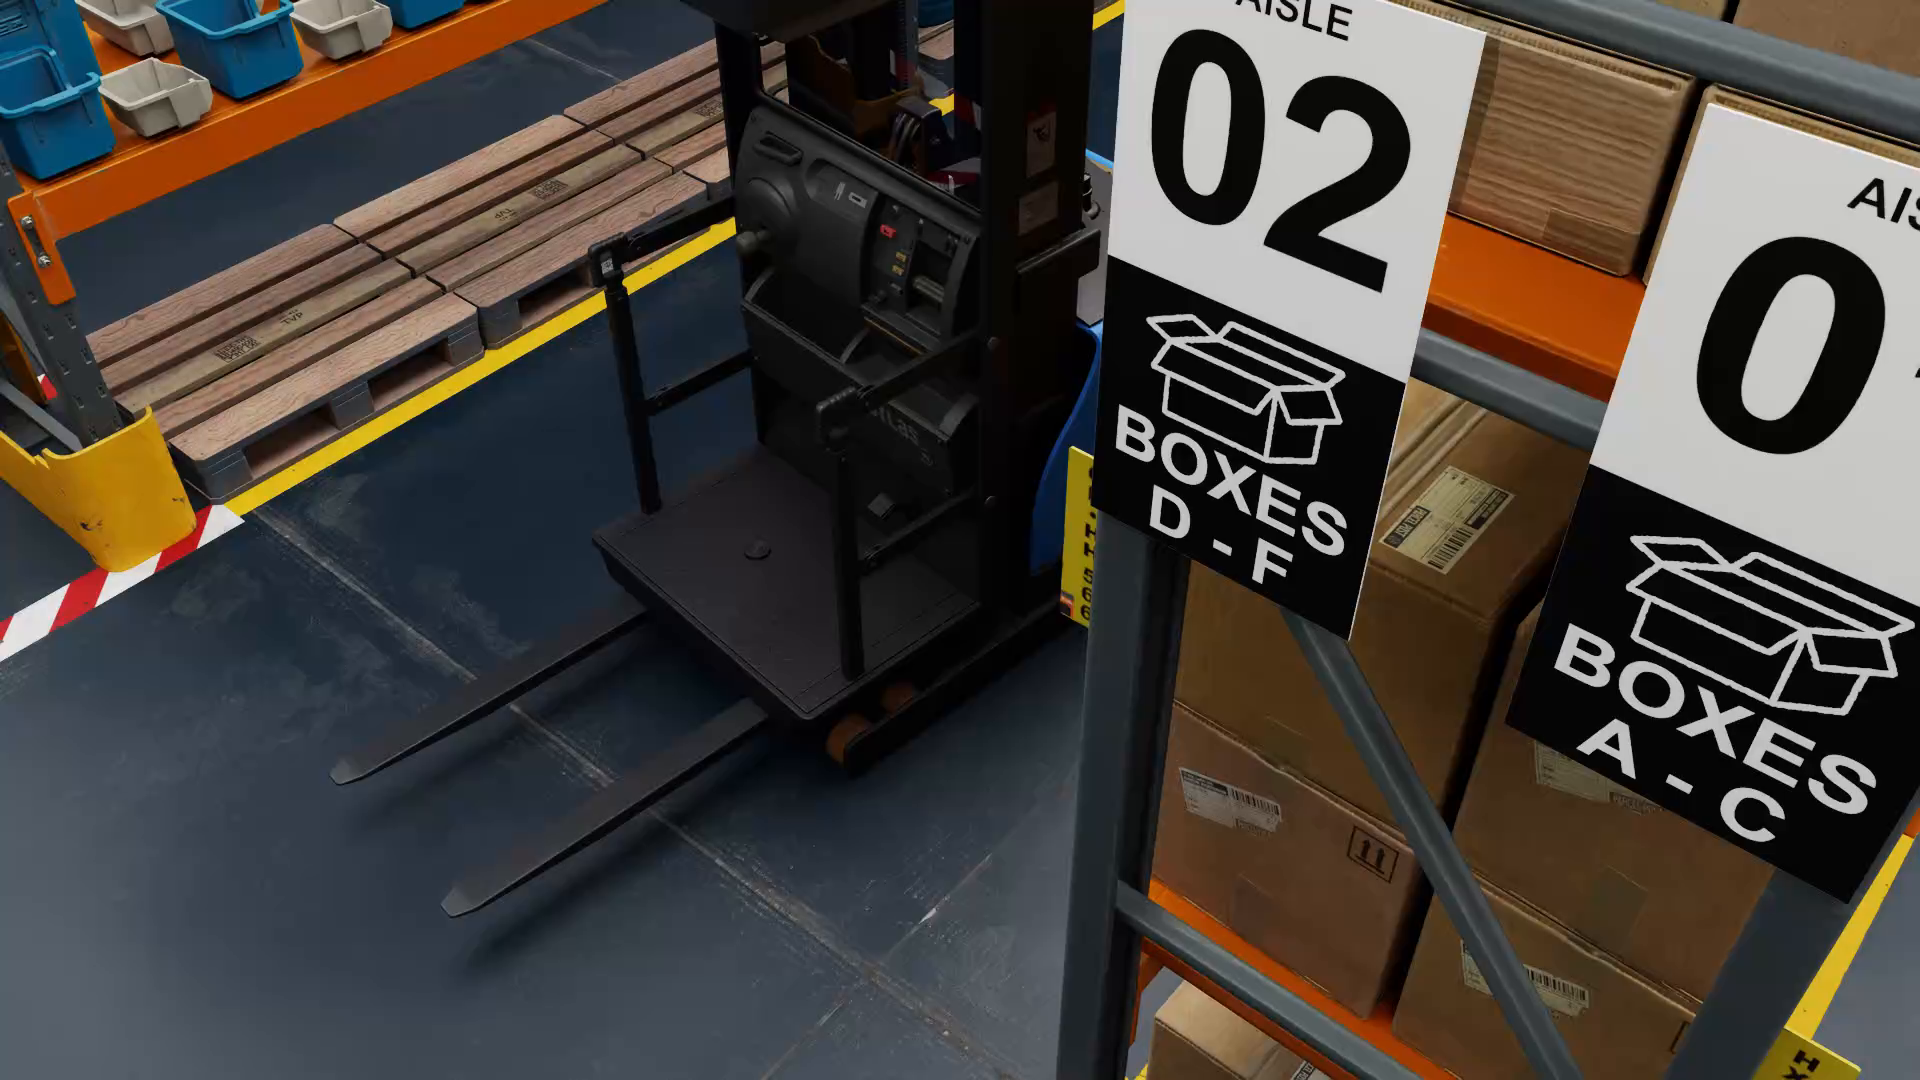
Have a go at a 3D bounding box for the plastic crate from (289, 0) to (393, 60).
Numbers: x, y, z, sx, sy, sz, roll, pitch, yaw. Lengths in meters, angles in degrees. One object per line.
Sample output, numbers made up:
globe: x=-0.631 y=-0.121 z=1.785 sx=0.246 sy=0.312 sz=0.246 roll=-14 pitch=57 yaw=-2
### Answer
plastic crate: x=-2.067 y=-1.728 z=5.572 sx=0.250 sy=0.136 sz=0.298 roll=29 pitch=50 yaw=28

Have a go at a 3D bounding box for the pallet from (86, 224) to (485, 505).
pallet: x=-2.624 y=-0.716 z=6.381 sx=1.003 sy=0.211 sz=1.213 roll=29 pitch=50 yaw=28

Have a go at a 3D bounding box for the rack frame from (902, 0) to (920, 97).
rack frame: x=-0.610 y=-3.400 z=7.260 sx=1.000 sy=3.000 sz=0.127 roll=29 pitch=50 yaw=28

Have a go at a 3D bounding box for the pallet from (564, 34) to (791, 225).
pallet: x=-1.054 y=-1.973 z=7.763 sx=1.003 sy=0.211 sz=1.213 roll=29 pitch=50 yaw=28

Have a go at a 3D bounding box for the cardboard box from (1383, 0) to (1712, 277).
cardboard box: x=0.733 y=-0.627 z=2.091 sx=0.500 sy=0.250 sz=0.500 roll=29 pitch=50 yaw=28

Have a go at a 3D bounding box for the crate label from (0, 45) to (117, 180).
crate label: x=-2.774 y=-1.285 z=5.014 sx=0.416 sy=0.233 sz=0.303 roll=29 pitch=50 yaw=28

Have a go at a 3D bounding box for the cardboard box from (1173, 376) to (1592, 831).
cardboard box: x=0.680 y=0.051 z=2.647 sx=0.500 sy=0.500 sz=0.500 roll=29 pitch=50 yaw=28

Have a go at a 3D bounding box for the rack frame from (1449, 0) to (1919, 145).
rack frame: x=0.604 y=-1.413 z=0.615 sx=1.000 sy=3.000 sz=0.127 roll=29 pitch=50 yaw=28

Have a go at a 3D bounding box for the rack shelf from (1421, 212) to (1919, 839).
rack shelf: x=1.891 y=-1.067 z=2.999 sx=1.077 sy=0.370 sz=4.000 roll=29 pitch=50 yaw=28

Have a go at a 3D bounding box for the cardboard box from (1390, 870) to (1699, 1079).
cardboard box: x=1.092 y=0.655 z=2.726 sx=0.500 sy=0.500 sz=0.500 roll=31 pitch=50 yaw=29

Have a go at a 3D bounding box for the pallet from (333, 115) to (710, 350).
pallet: x=-1.839 y=-1.342 z=7.069 sx=1.003 sy=0.211 sz=1.213 roll=29 pitch=50 yaw=28

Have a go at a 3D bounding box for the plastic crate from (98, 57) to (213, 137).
plastic crate: x=-2.504 y=-1.379 z=5.188 sx=0.250 sy=0.136 sz=0.298 roll=29 pitch=50 yaw=28

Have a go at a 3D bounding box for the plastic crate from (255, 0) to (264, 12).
plastic crate: x=-2.601 y=-1.906 z=5.768 sx=0.396 sy=0.136 sz=0.243 roll=29 pitch=50 yaw=28

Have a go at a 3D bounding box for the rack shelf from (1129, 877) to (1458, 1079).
rack shelf: x=1.891 y=0.043 z=4.008 sx=1.077 sy=0.370 sz=4.000 roll=29 pitch=50 yaw=28

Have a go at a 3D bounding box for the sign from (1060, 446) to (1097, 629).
sign: x=0.192 y=0.010 z=2.413 sx=0.100 sy=0.325 sz=0.005 roll=29 pitch=50 yaw=28

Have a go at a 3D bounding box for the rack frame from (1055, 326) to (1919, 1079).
rack frame: x=0.604 y=0.806 z=2.634 sx=1.000 sy=3.000 sz=0.127 roll=29 pitch=50 yaw=28

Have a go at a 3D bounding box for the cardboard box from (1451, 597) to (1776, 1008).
cardboard box: x=1.092 y=0.285 z=2.389 sx=0.500 sy=0.500 sz=0.500 roll=31 pitch=51 yaw=30

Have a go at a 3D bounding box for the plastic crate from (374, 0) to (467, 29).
plastic crate: x=-1.926 y=-1.963 z=5.759 sx=0.416 sy=0.233 sz=0.300 roll=29 pitch=50 yaw=28

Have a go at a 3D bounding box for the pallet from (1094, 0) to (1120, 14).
pallet: x=0.703 y=-3.378 z=9.309 sx=1.003 sy=0.211 sz=1.213 roll=29 pitch=50 yaw=28

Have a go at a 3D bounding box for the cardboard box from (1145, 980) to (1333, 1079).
cardboard box: x=0.766 y=1.182 z=3.752 sx=0.500 sy=0.500 sz=0.500 roll=29 pitch=50 yaw=28

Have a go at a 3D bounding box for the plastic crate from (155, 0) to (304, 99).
plastic crate: x=-2.350 y=-1.624 z=5.386 sx=0.416 sy=0.233 sz=0.300 roll=29 pitch=50 yaw=28

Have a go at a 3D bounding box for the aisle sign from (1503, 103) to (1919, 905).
aisle sign: x=0.785 y=0.007 z=1.581 sx=0.394 sy=0.787 sz=0.004 roll=29 pitch=50 yaw=28

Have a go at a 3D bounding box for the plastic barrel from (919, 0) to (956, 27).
plastic barrel: x=-0.247 y=-3.052 z=8.124 sx=0.600 sy=0.901 sz=0.708 roll=29 pitch=50 yaw=28

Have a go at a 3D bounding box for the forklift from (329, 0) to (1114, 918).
forklift: x=-0.455 y=-0.796 z=4.447 sx=3.031 sy=2.935 sz=1.130 roll=-32 pitch=51 yaw=-31

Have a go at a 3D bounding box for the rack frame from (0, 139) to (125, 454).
rack frame: x=-3.185 y=-1.340 z=4.994 sx=1.000 sy=3.000 sz=0.127 roll=29 pitch=50 yaw=28

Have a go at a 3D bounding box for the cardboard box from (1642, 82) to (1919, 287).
cardboard box: x=1.129 y=-0.403 z=1.845 sx=0.500 sy=0.250 sz=0.500 roll=29 pitch=50 yaw=28

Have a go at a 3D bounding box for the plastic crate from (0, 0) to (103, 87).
plastic crate: x=-3.112 y=-1.629 z=5.241 sx=0.616 sy=0.435 sz=0.499 roll=29 pitch=50 yaw=28

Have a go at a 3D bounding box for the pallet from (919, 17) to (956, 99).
pallet: x=-0.082 y=-2.747 z=8.615 sx=1.003 sy=0.211 sz=1.213 roll=29 pitch=50 yaw=28

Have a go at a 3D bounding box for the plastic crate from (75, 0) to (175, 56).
plastic crate: x=-2.798 y=-1.763 z=5.611 sx=0.396 sy=0.136 sz=0.243 roll=29 pitch=50 yaw=28

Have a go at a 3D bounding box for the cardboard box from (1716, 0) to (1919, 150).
cardboard box: x=1.134 y=-0.585 z=1.674 sx=0.500 sy=0.250 sz=0.500 roll=29 pitch=50 yaw=28

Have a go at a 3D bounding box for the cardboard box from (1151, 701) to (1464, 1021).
cardboard box: x=0.684 y=0.421 z=2.983 sx=0.500 sy=0.500 sz=0.500 roll=31 pitch=51 yaw=30

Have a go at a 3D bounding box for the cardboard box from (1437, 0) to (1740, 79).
cardboard box: x=0.740 y=-0.808 z=1.919 sx=0.500 sy=0.250 sz=0.500 roll=29 pitch=50 yaw=28

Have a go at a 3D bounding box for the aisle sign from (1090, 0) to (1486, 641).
aisle sign: x=0.326 y=-0.253 z=1.866 sx=0.394 sy=0.787 sz=0.004 roll=29 pitch=50 yaw=28

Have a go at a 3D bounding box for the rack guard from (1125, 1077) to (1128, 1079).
rack guard: x=0.653 y=1.692 z=3.518 sx=1.175 sy=0.500 sz=0.348 roll=29 pitch=50 yaw=28

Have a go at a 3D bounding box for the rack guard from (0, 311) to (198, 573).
rack guard: x=-3.190 y=-0.397 z=5.815 sx=1.175 sy=0.500 sz=0.348 roll=29 pitch=50 yaw=28

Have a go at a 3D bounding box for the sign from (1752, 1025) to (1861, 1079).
sign: x=1.020 y=0.721 z=2.084 sx=0.100 sy=0.325 sz=0.005 roll=29 pitch=50 yaw=28

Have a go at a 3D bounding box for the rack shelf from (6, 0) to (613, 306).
rack shelf: x=-1.897 y=-2.104 z=6.369 sx=1.077 sy=0.370 sz=4.000 roll=29 pitch=50 yaw=28
